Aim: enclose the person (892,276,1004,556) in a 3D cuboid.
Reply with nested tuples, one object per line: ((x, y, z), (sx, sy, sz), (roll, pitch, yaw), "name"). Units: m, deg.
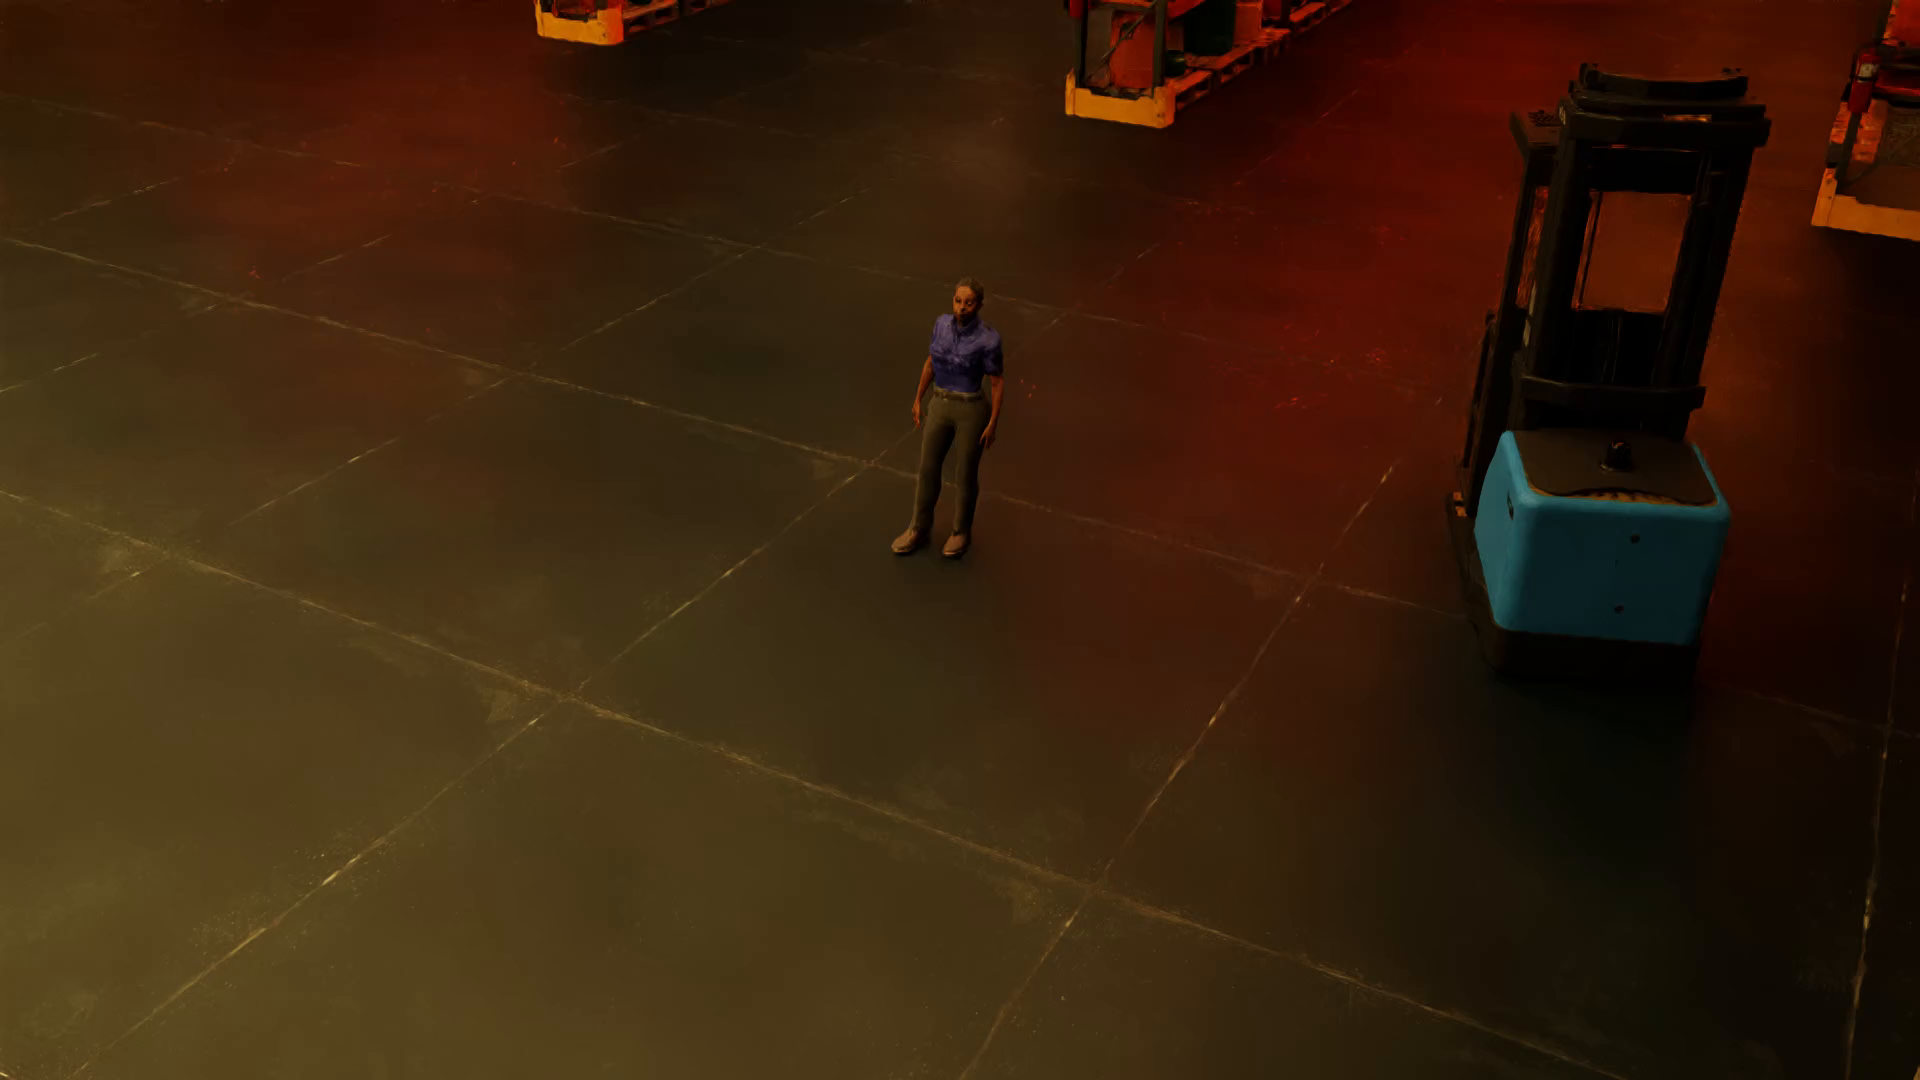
((-0.060, -0.689, 9.528), (0.570, 1.654, 0.503), (15, 33, 25), "person")

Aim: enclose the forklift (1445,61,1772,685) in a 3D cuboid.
((3.506, -1.242, 9.223), (1.130, 2.935, 3.031), (4, 30, 8), "forklift")
